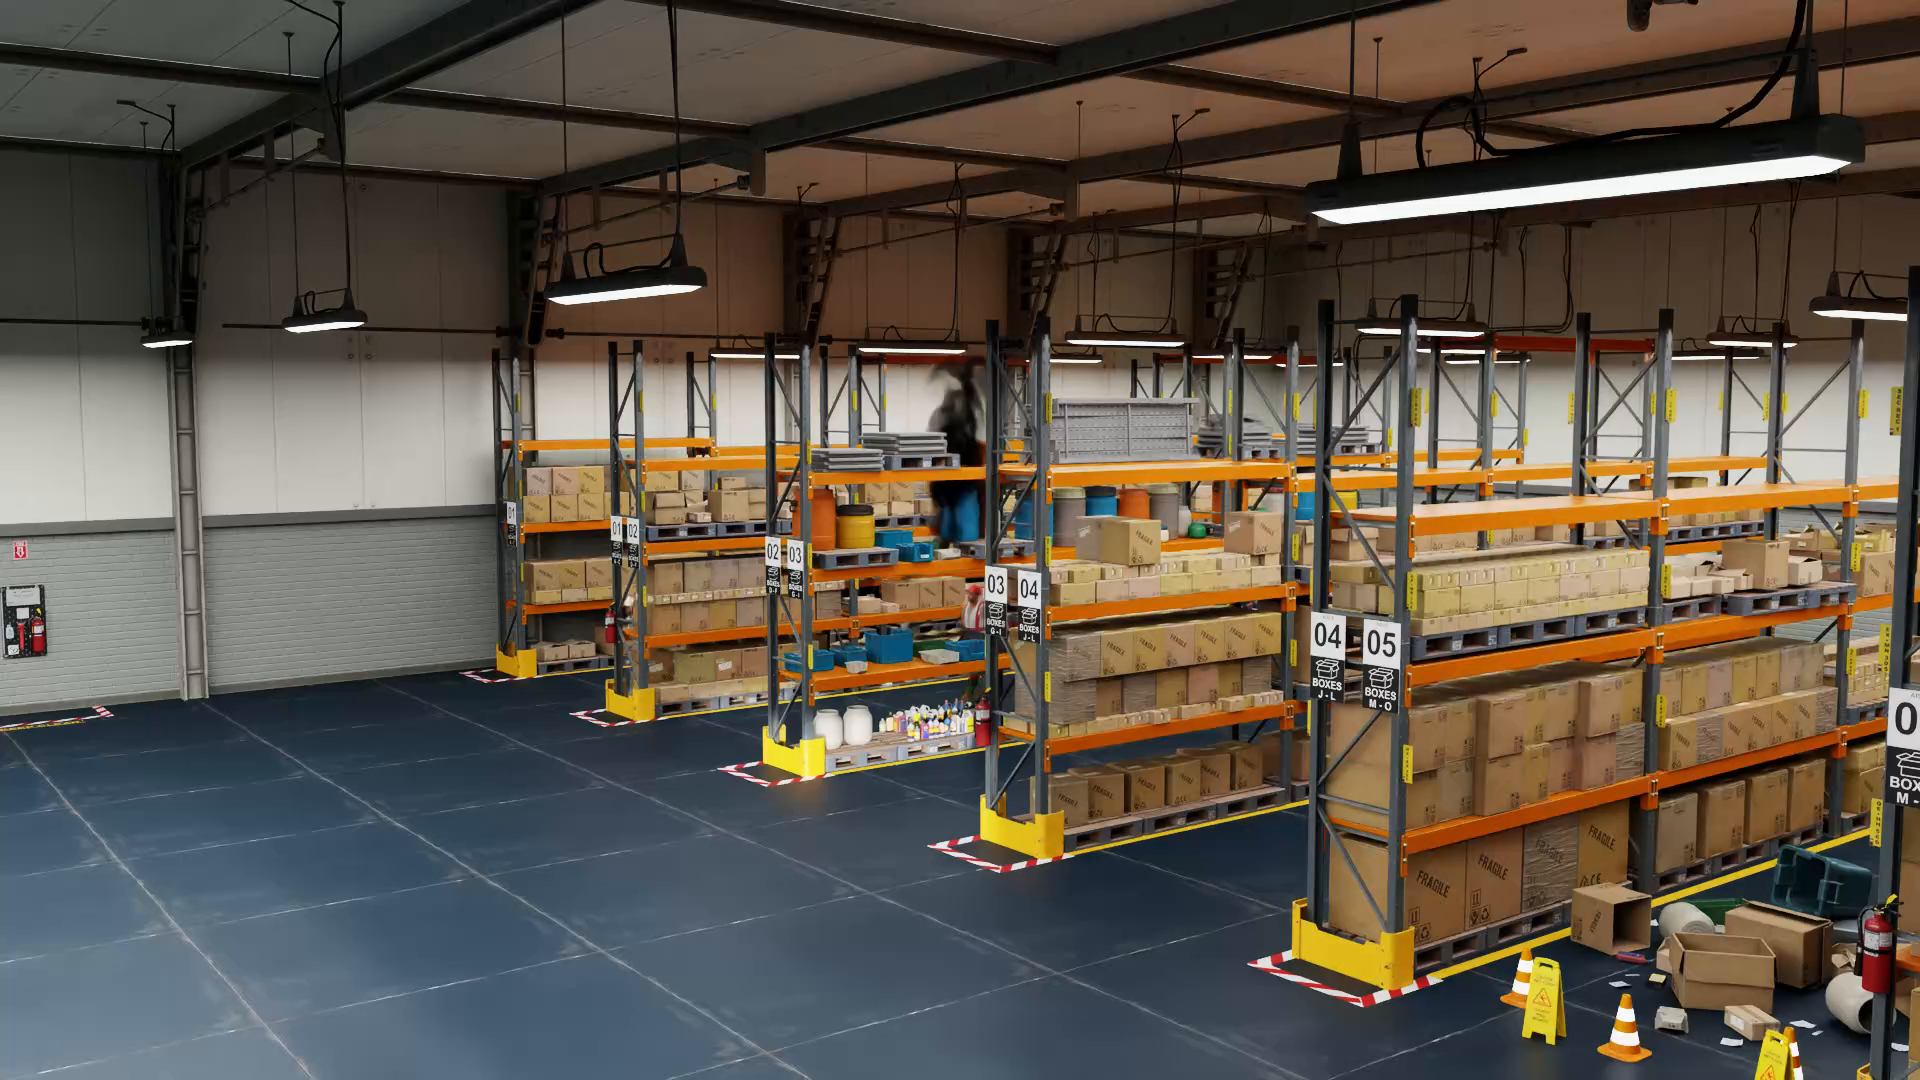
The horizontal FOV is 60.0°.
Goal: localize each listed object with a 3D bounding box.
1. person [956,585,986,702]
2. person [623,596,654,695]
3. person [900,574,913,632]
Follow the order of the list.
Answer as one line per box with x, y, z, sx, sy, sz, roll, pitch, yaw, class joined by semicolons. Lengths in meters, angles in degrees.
0.267;1.636;26.718;0.797;1.850;0.680;-5;7;-42;person
-5.441;1.804;28.905;0.697;1.732;1.050;4;7;41;person
-1.003;1.449;32.204;0.850;1.832;0.703;-5;7;-43;person
